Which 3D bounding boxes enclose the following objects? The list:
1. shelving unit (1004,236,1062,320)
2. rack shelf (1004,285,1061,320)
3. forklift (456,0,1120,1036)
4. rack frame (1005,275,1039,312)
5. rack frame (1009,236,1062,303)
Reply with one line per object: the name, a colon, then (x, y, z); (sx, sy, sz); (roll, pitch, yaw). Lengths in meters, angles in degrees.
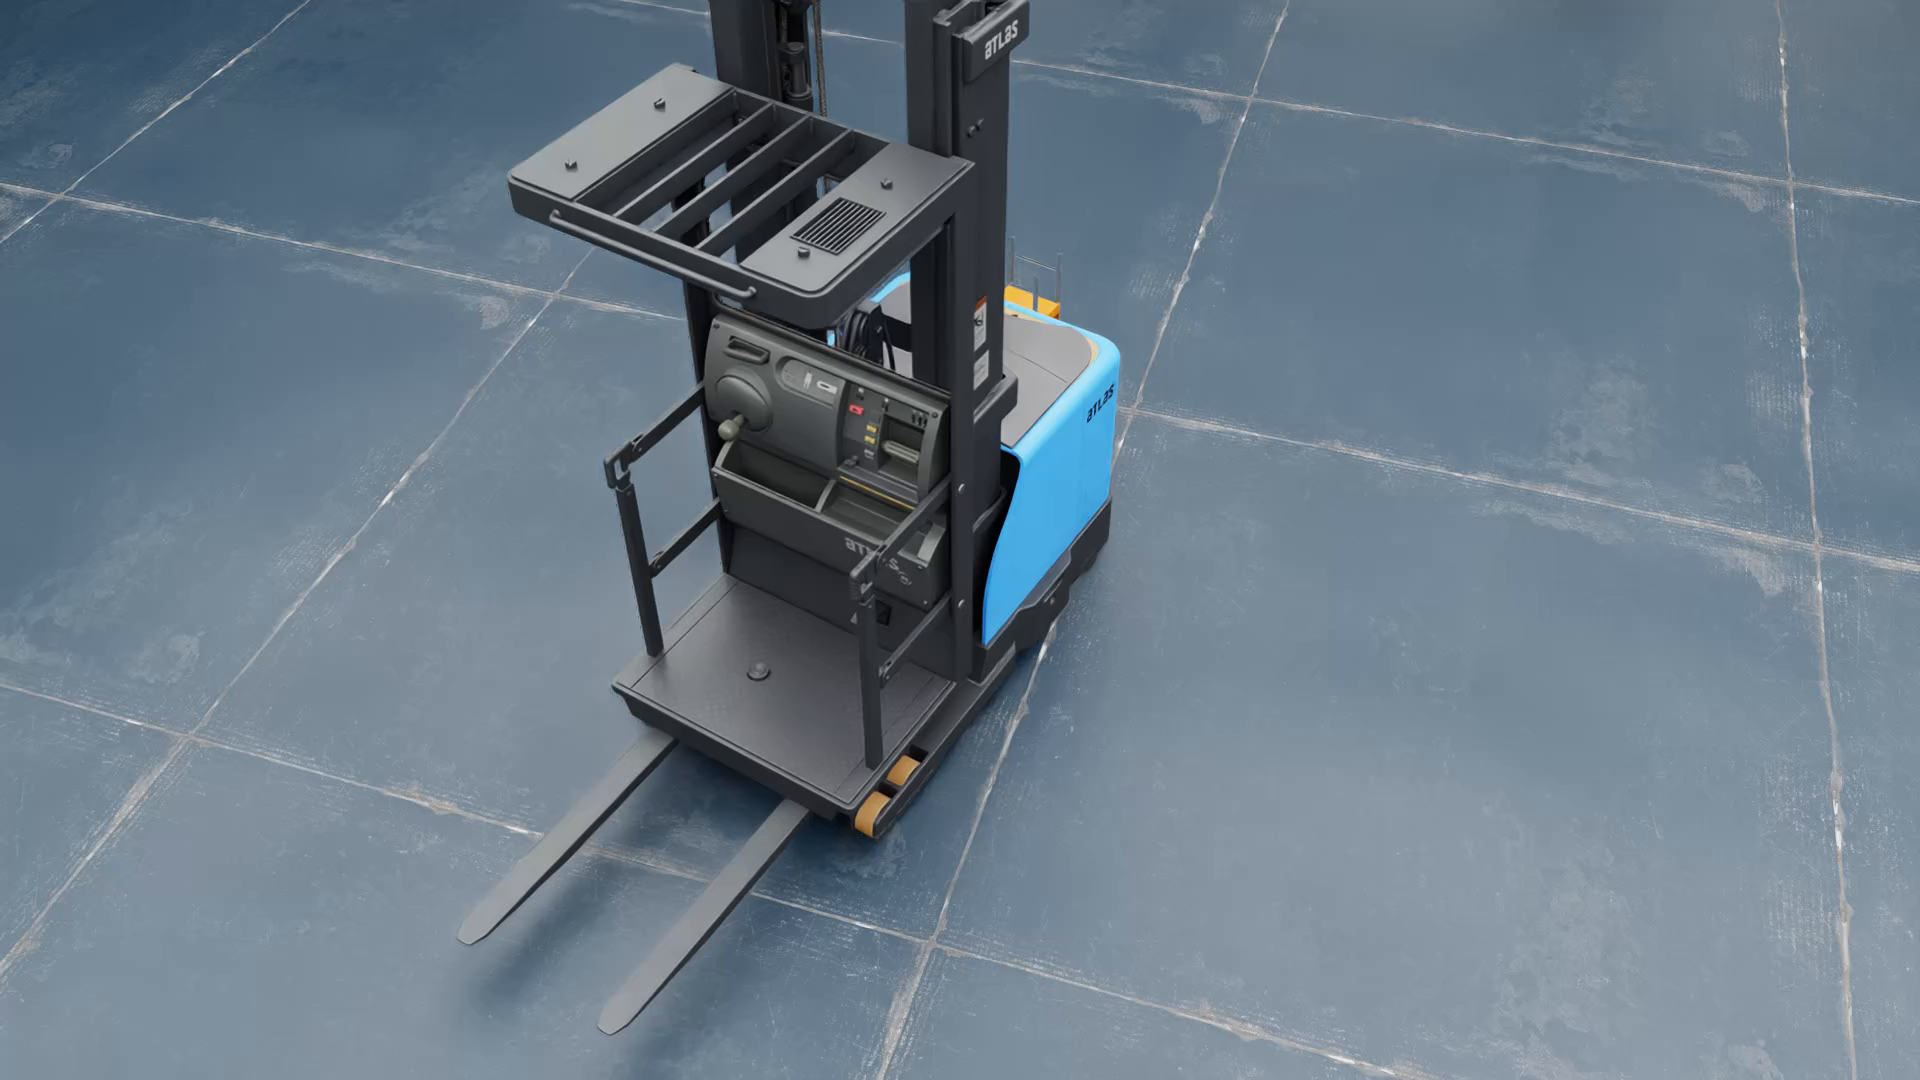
shelving unit: (0.254, -0.695, 7.001); (0.258, 1.200, 0.189); (24, 49, 22)
rack shelf: (0.254, -0.920, 6.781); (0.258, 0.103, 0.180); (24, 49, 22)
forklift: (-0.577, -0.347, 5.408); (1.130, 2.935, 3.031); (24, 49, 22)
rack frame: (0.205, -0.641, 6.946); (0.240, 1.200, 0.006); (24, 49, 22)
rack frame: (0.303, -0.749, 7.057); (0.240, 1.200, 0.006); (24, 49, 22)
